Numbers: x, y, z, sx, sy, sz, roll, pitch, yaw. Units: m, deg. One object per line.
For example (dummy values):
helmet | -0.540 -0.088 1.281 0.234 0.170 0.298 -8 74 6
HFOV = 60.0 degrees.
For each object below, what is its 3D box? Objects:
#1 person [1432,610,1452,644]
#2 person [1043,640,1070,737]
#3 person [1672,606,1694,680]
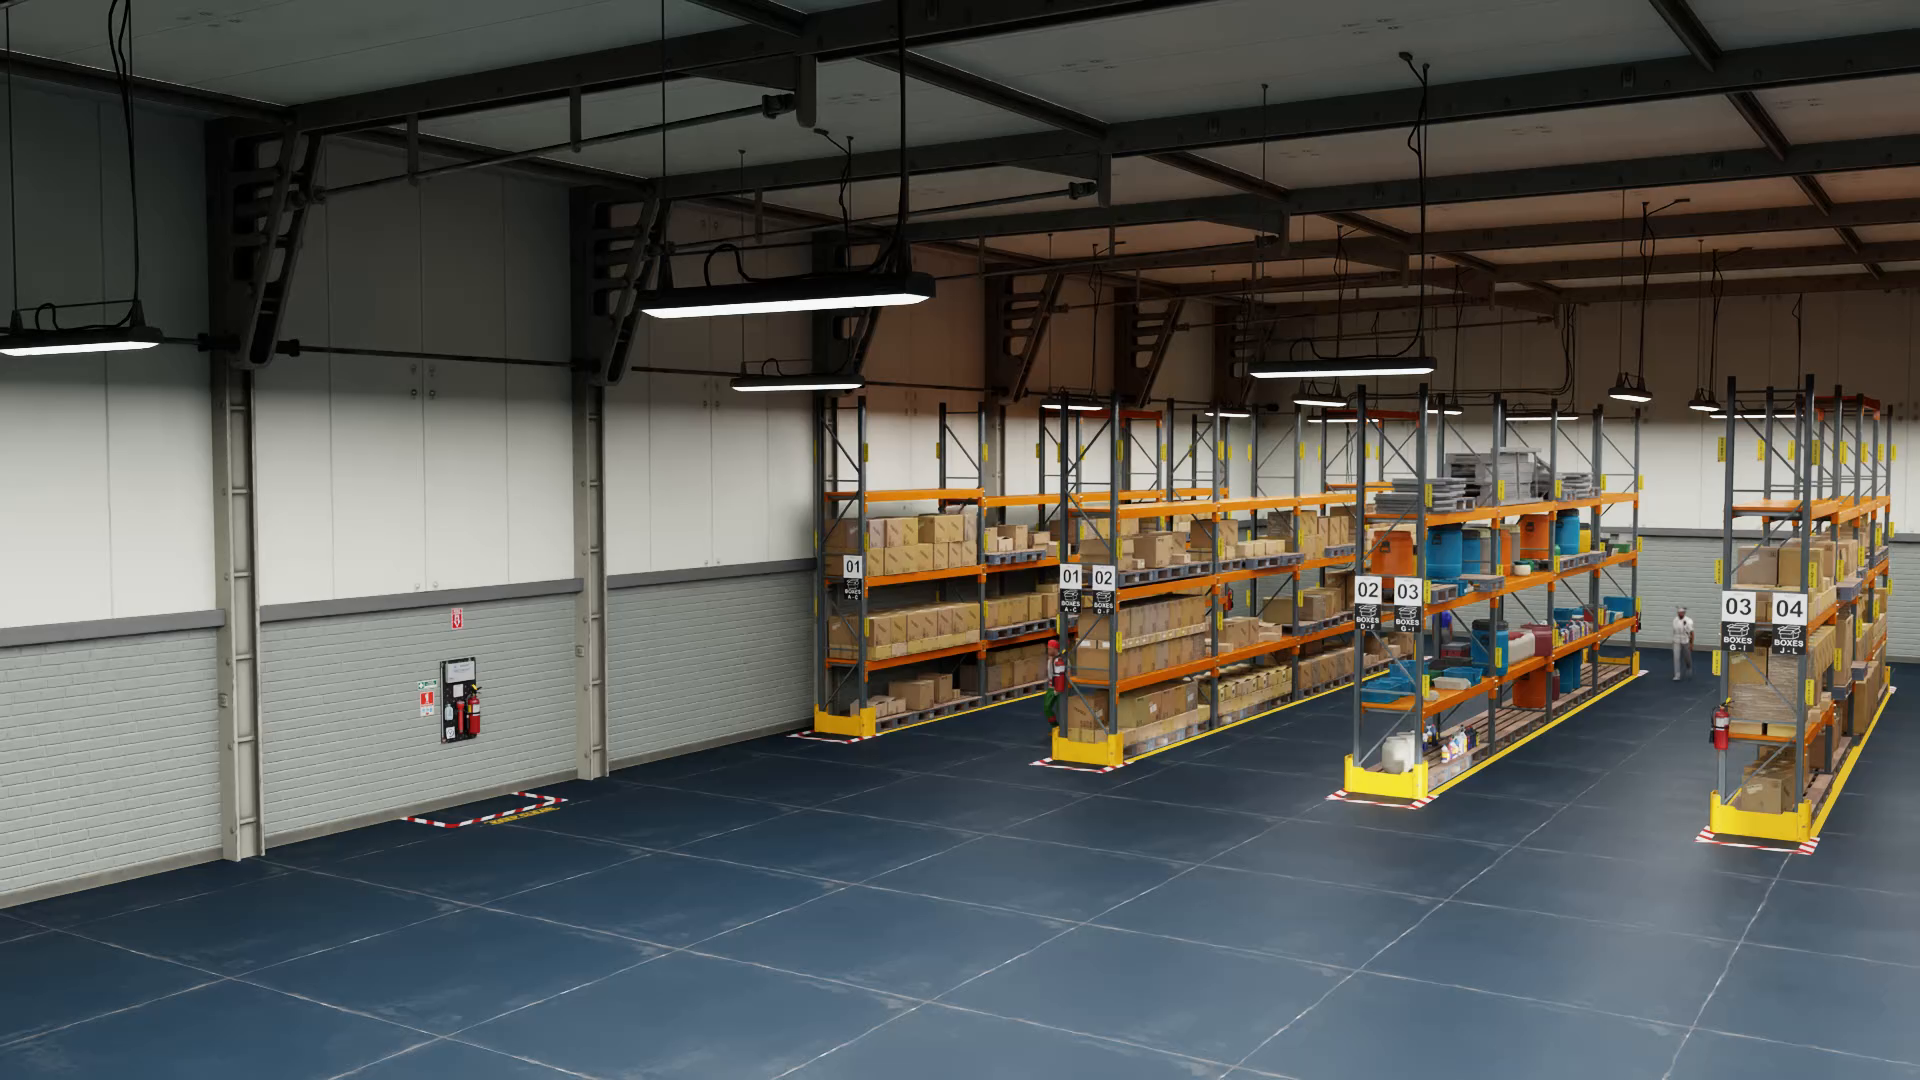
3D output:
person | 11.022 2.188 37.968 0.516 1.654 0.485 1 3 26
person | 1.771 2.609 29.500 0.796 1.698 0.592 -3 4 -43
person | 15.925 2.248 36.600 0.455 1.634 0.863 2 3 31
